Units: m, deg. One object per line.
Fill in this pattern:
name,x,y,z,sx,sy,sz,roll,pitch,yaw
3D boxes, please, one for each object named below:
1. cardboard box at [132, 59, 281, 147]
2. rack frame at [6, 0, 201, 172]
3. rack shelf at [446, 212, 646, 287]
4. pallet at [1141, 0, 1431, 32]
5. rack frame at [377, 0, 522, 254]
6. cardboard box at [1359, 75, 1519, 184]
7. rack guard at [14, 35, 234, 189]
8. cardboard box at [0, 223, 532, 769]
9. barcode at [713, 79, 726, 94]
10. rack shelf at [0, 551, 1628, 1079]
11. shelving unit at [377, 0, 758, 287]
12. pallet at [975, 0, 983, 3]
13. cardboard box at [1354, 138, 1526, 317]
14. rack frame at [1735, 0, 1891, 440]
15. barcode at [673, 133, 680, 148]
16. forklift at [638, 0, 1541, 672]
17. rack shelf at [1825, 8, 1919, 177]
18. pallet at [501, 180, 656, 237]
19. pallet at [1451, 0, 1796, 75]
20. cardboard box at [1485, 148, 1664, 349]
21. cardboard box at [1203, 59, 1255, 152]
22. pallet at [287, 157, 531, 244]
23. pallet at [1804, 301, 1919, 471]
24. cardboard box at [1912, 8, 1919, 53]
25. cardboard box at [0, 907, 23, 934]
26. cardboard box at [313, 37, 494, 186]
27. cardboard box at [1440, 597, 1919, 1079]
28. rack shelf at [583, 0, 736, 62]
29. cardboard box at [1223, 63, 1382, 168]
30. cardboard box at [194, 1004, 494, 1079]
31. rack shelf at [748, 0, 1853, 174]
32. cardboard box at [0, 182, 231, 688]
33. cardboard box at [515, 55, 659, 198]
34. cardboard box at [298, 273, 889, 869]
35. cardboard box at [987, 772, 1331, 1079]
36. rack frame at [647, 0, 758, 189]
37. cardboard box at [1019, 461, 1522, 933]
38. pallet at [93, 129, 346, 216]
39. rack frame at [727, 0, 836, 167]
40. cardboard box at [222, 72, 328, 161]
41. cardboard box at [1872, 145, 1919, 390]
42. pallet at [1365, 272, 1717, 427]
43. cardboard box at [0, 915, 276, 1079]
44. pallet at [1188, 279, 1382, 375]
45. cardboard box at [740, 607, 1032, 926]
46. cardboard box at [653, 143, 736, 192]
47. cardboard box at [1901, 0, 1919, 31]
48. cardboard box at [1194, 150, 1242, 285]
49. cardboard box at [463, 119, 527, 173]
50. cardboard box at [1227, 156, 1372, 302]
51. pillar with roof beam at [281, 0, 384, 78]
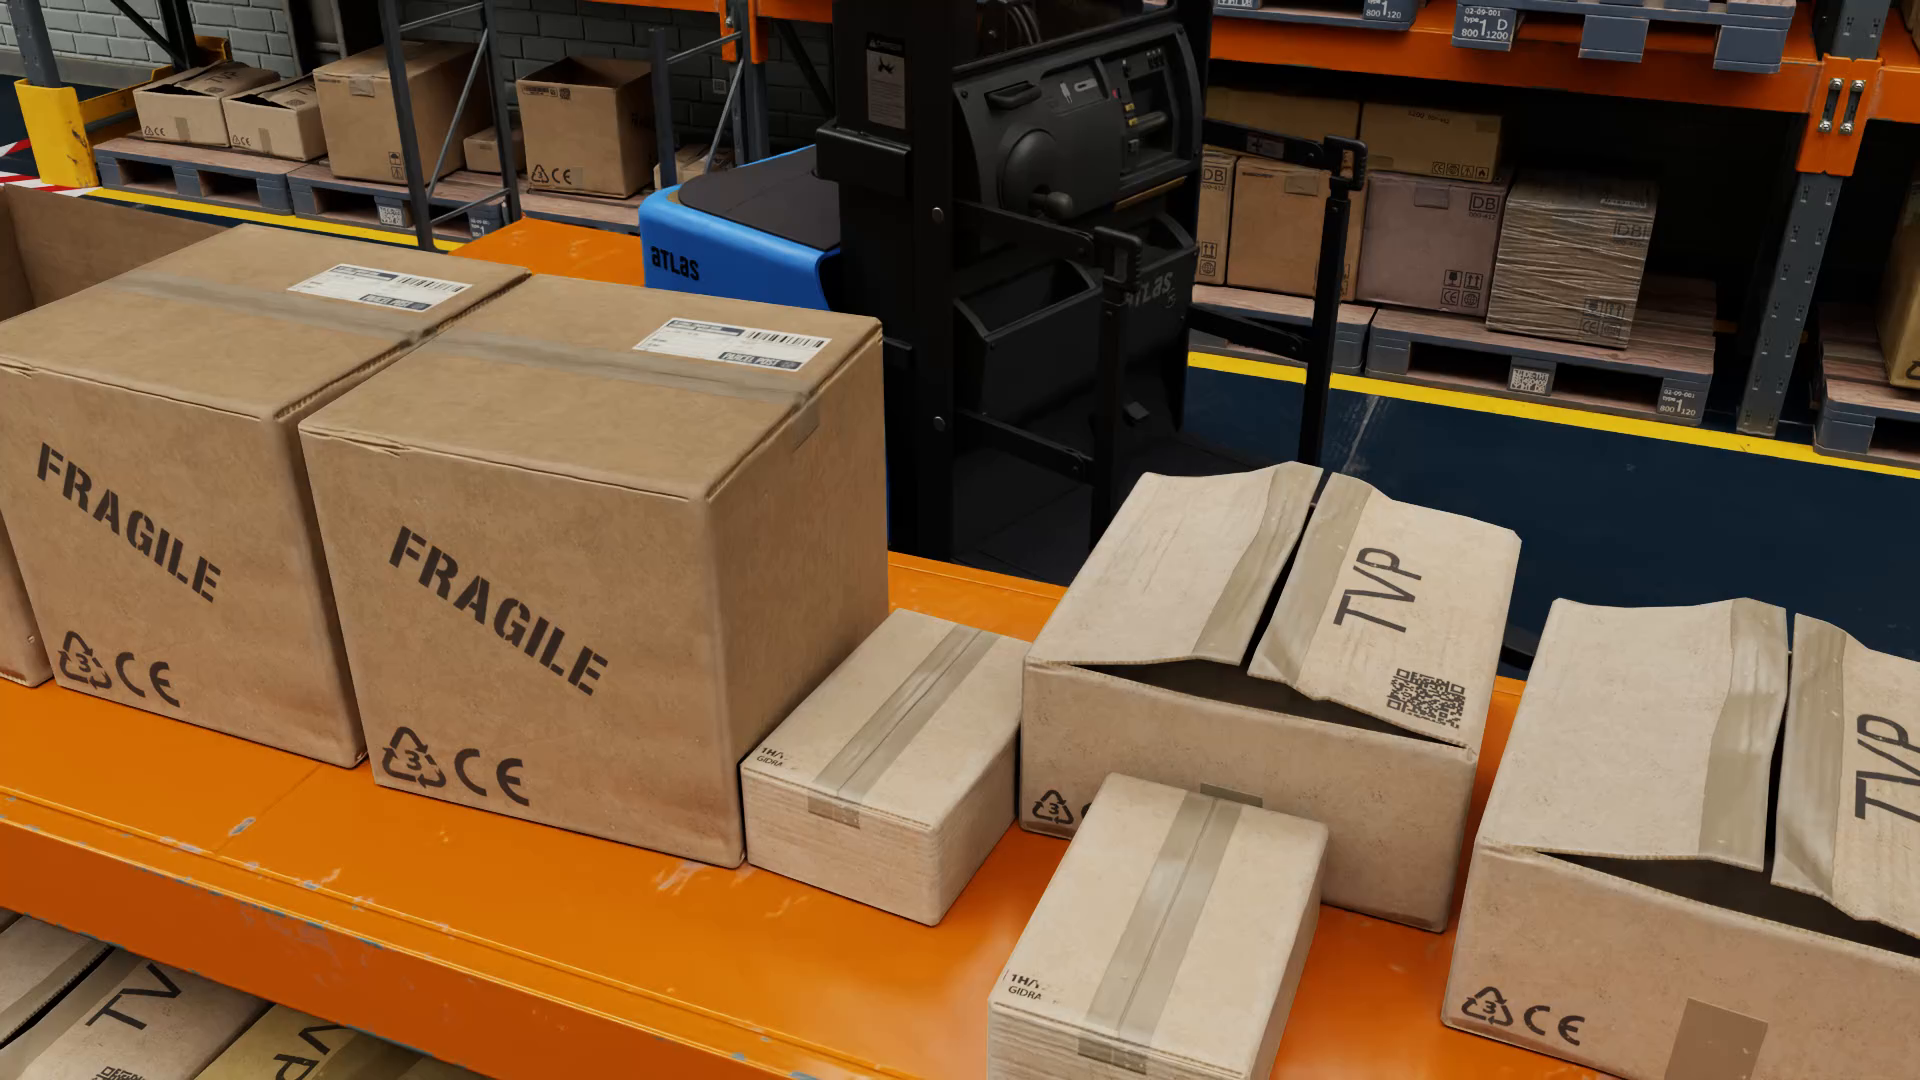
cardboard box,-3.799,-2.232,8.436,0.500,0.311,0.500,8,30,13
rack frame,-4.406,-3.380,8.182,0.127,3.000,1.000,11,31,19
rack shelf,-1.242,-0.881,5.651,1.000,0.185,0.538,13,32,22
pallet,1.157,-2.164,6.225,1.213,0.211,1.003,11,31,19
rack frame,-1.700,-1.146,5.754,0.032,1.500,0.500,13,32,22
cardboard box,1.815,-1.573,6.316,0.500,0.250,0.500,12,32,20
rack guard,-4.336,-2.278,8.772,0.348,0.500,1.175,11,31,19
cardboard box,-0.901,-0.085,2.250,0.500,0.500,0.500,11,31,19
barcode,-1.110,-2.092,7.671,0.075,0.075,0.001,11,31,19
rack shelf,-0.705,0.240,2.362,3.687,0.071,0.831,11,31,19
shelving unit,-1.234,-1.036,5.559,1.083,1.500,0.587,13,32,22
pallet,-0.046,-2.349,6.552,1.213,0.211,1.003,11,31,19
cardboard box,1.886,-1.261,6.526,0.500,0.500,0.700,11,31,19
rack frame,3.007,-1.900,5.563,0.127,3.000,1.000,11,31,19
barcode,-1.375,-1.916,7.969,0.075,0.075,0.001,11,31,19
forklift,0.480,-1.042,4.115,3.031,2.935,1.130,24,37,35
rack shelf,4.860,-1.217,5.086,4.000,0.370,1.077,11,31,19
pallet,-1.335,-1.534,7.750,1.213,0.211,1.003,11,31,19
pallet,2.306,-1.900,5.758,1.003,0.211,1.213,11,31,19
cardboard box,2.320,-1.113,6.264,0.500,0.500,0.700,12,32,20
cardboard box,0.881,-1.767,6.659,0.500,0.250,0.500,10,31,18
pallet,-2.470,-1.759,8.148,1.213,0.211,1.003,11,31,19
pallet,3.709,-0.506,5.931,1.213,0.211,1.003,11,31,19
cardboard box,3.225,-1.633,5.326,0.250,0.149,0.380,11,31,18
cardboard box,-1.808,0.674,2.806,0.500,0.311,0.500,11,31,19
cardboard box,-2.610,-2.050,7.923,0.500,0.500,0.700,9,31,16
cardboard box,0.827,0.311,1.742,0.500,0.311,0.500,13,32,22
rack shelf,-2.553,-2.697,7.704,4.000,0.370,1.077,11,31,19
cardboard box,1.337,-1.666,6.481,0.500,0.250,0.500,11,31,19
cardboard box,-0.844,0.863,2.472,0.500,0.311,0.500,12,32,20
rack shelf,1.154,-1.957,6.395,4.000,0.370,1.077,11,31,19
cardboard box,-1.365,-0.177,2.414,0.500,0.500,0.500,14,32,23
cardboard box,-1.676,-1.917,7.687,0.500,0.500,0.500,9,31,15
cardboard box,-0.413,0.013,2.077,0.500,0.500,0.500,10,31,16
cardboard box,0.211,0.428,1.699,0.250,0.149,0.380,11,31,19
rack frame,-0.784,-0.929,5.370,0.032,1.500,0.500,13,32,22
cardboard box,0.392,0.144,2.037,0.500,0.311,0.500,11,31,19
pallet,-3.596,-1.986,8.549,1.213,0.211,1.003,11,31,19
rack frame,-0.700,-2.640,6.873,0.127,3.000,1.000,11,31,19
cardboard box,-3.271,-2.127,8.250,0.500,0.311,0.500,14,32,23
cardboard box,3.639,-0.951,5.642,0.750,0.750,0.750,11,31,18
pallet,2.283,-0.831,6.506,1.213,0.211,1.003,11,31,19
cardboard box,-1.327,0.770,2.638,0.500,0.311,0.500,10,31,17
pallet,1.157,-1.058,6.907,1.213,0.211,1.003,11,31,19
cardboard box,-0.055,0.258,2.000,0.250,0.149,0.380,14,32,23
cardboard box,-1.207,-1.684,7.612,0.250,0.166,0.380,7,30,13
cardboard box,3.405,-1.856,5.720,0.250,0.149,0.380,12,32,20
cardboard box,0.944,-1.429,6.824,0.500,0.500,0.700,12,32,20
cardboard box,-2.174,-1.896,8.005,0.250,0.149,0.380,9,31,15
cardboard box,1.415,-1.340,6.666,0.500,0.500,0.700,11,31,19
pillar with roof beam,-5.051,-4.294,3.702,0.400,9.000,9.100,11,31,19
